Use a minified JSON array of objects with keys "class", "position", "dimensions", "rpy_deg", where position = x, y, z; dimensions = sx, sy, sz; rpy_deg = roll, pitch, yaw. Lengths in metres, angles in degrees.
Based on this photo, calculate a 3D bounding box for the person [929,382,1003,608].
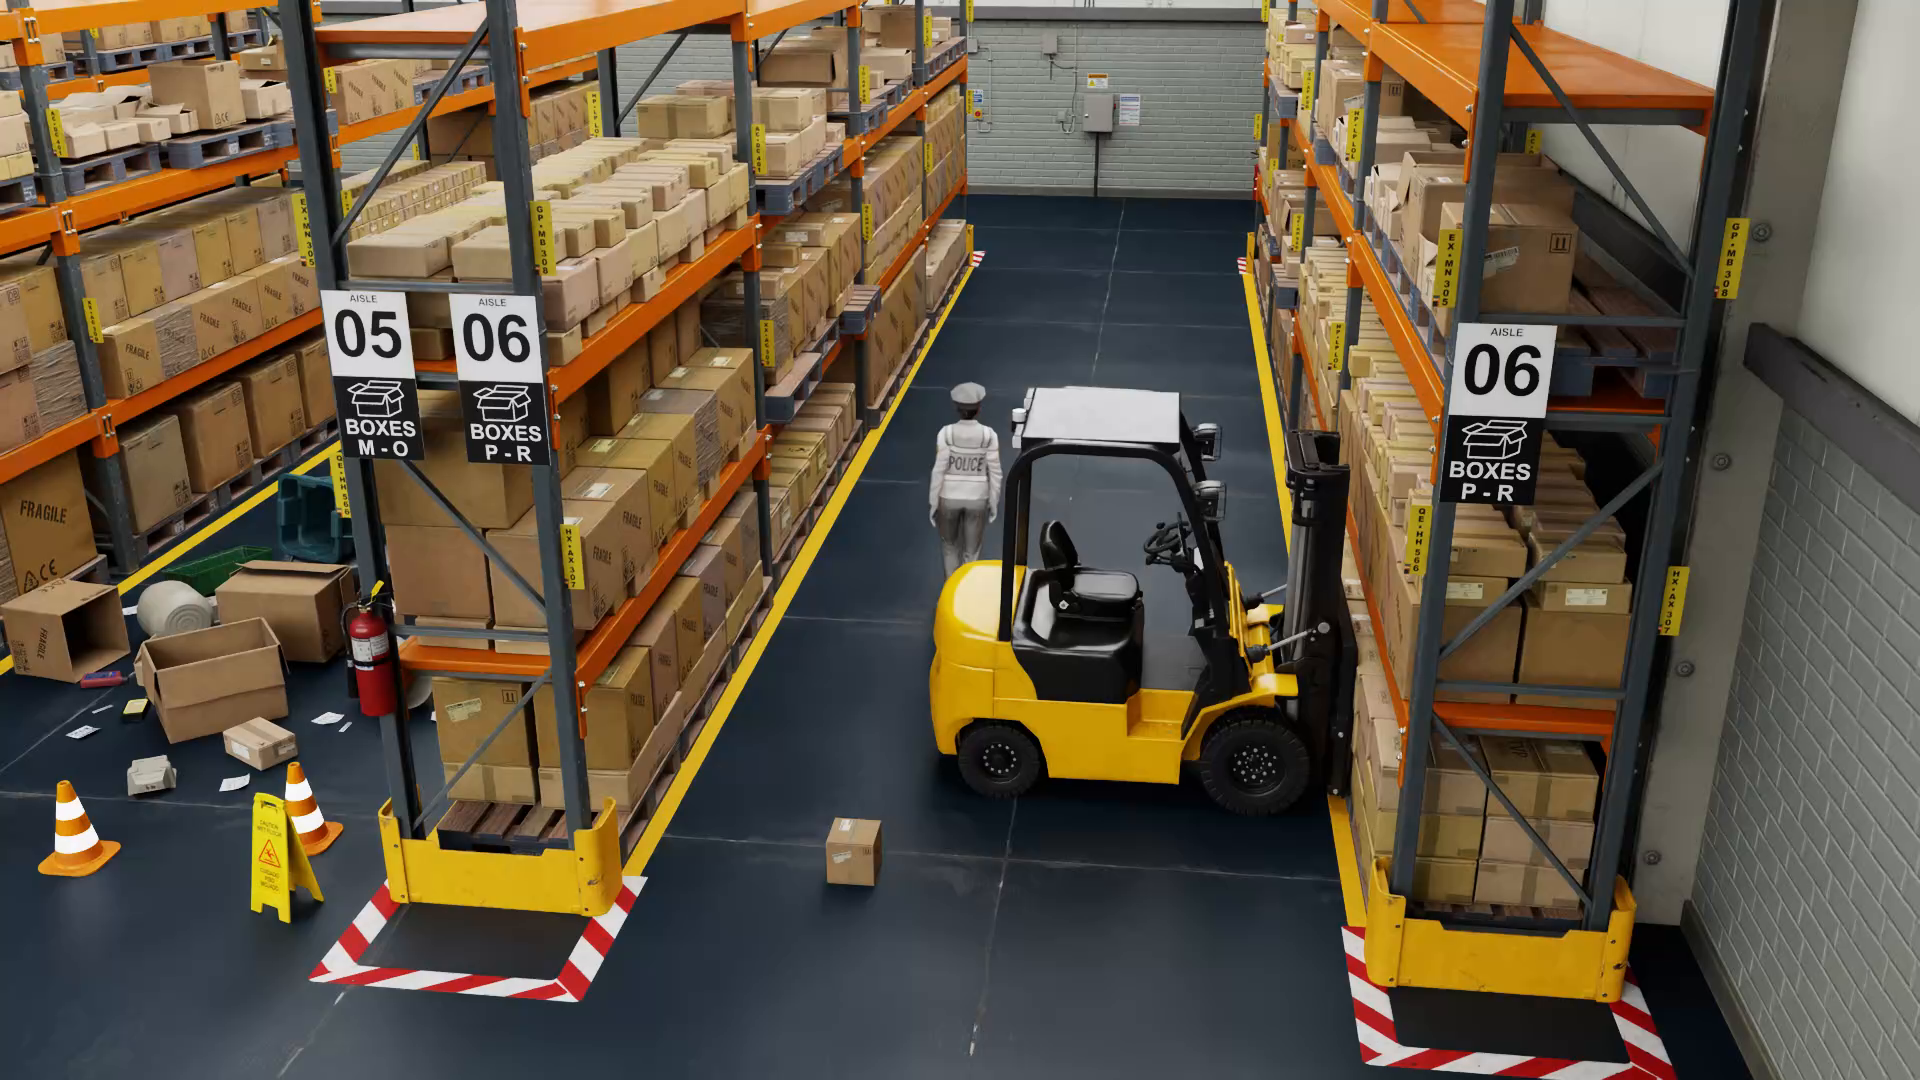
[{"class":"person","position":[0.040,-0.223,11.667],"dimensions":[0.512,1.718,0.498],"rpy_deg":[1,21,2]}]
